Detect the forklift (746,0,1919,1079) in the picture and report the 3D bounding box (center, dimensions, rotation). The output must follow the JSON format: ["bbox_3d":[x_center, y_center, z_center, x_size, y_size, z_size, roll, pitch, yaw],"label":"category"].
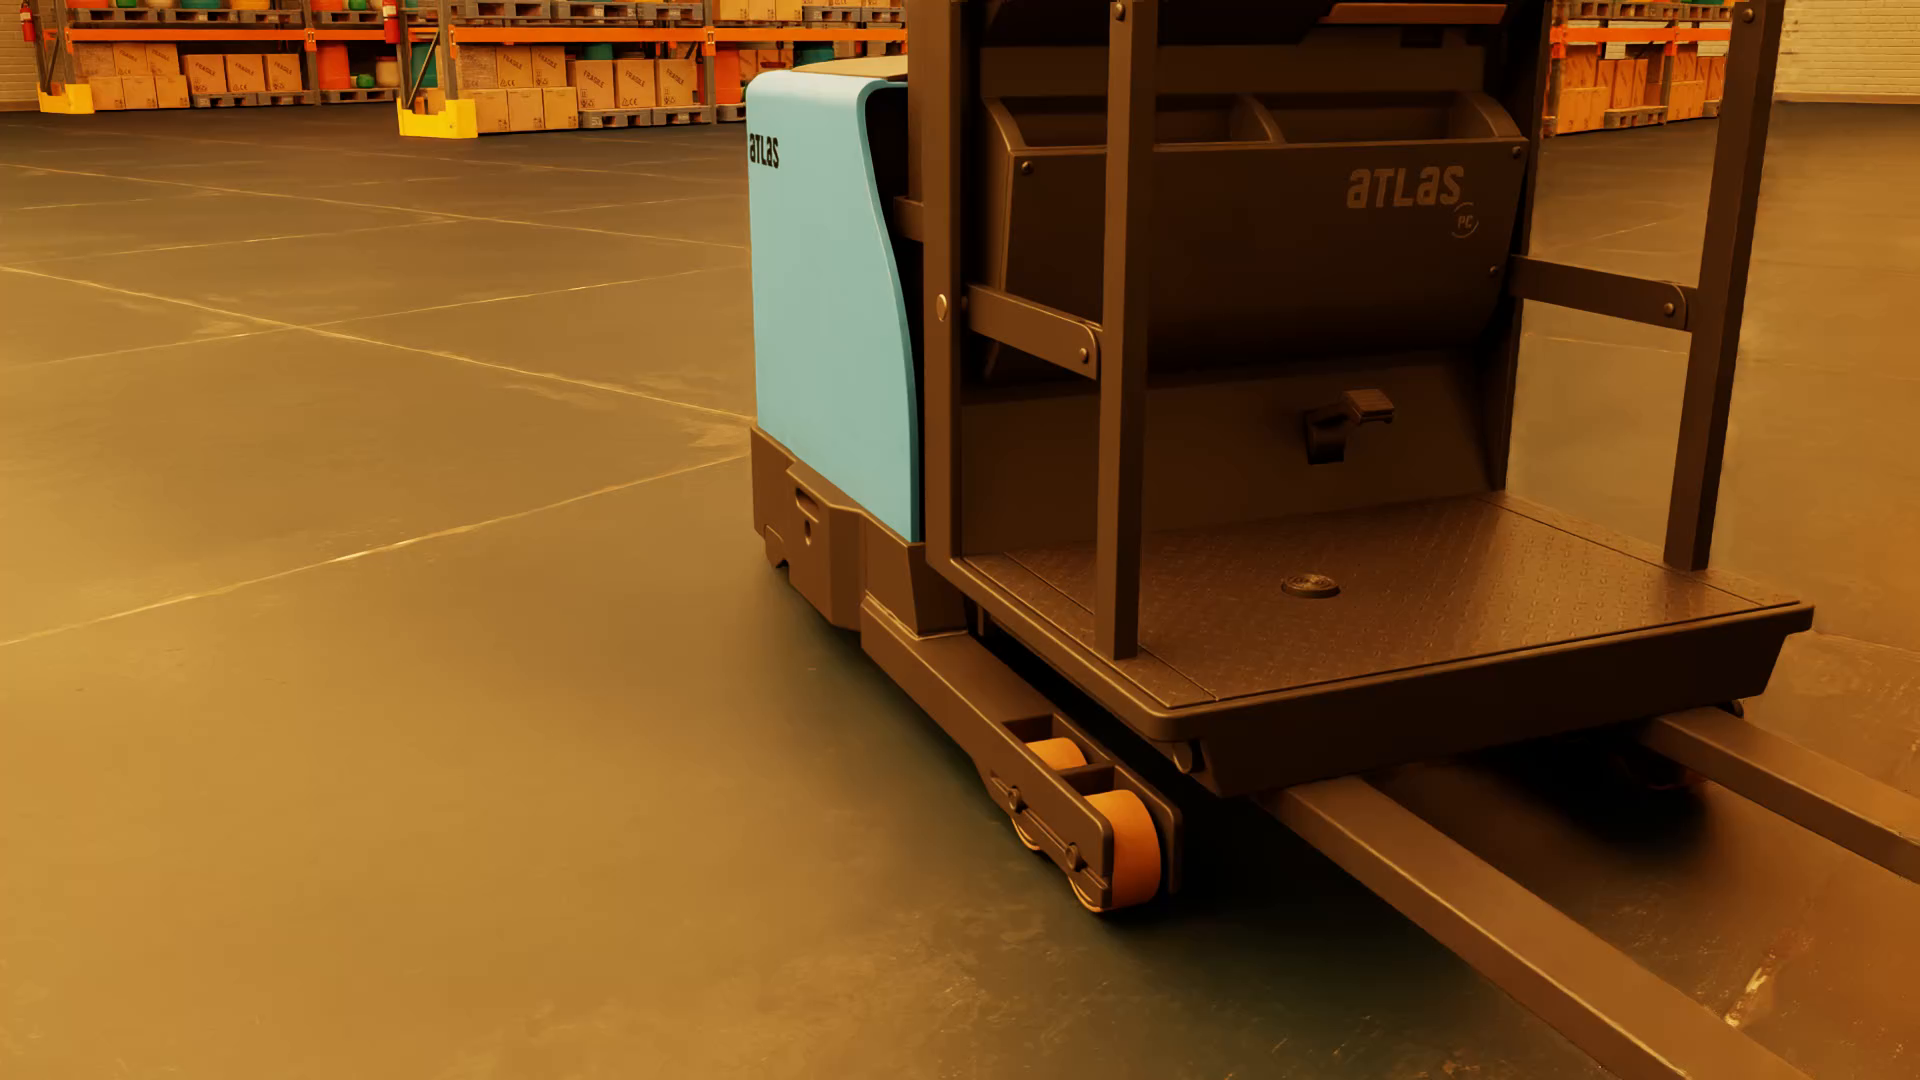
[{"bbox_3d":[0.561,-1.034,2.301,1.130,2.935,3.031,-7,18,-21],"label":"forklift"}]
